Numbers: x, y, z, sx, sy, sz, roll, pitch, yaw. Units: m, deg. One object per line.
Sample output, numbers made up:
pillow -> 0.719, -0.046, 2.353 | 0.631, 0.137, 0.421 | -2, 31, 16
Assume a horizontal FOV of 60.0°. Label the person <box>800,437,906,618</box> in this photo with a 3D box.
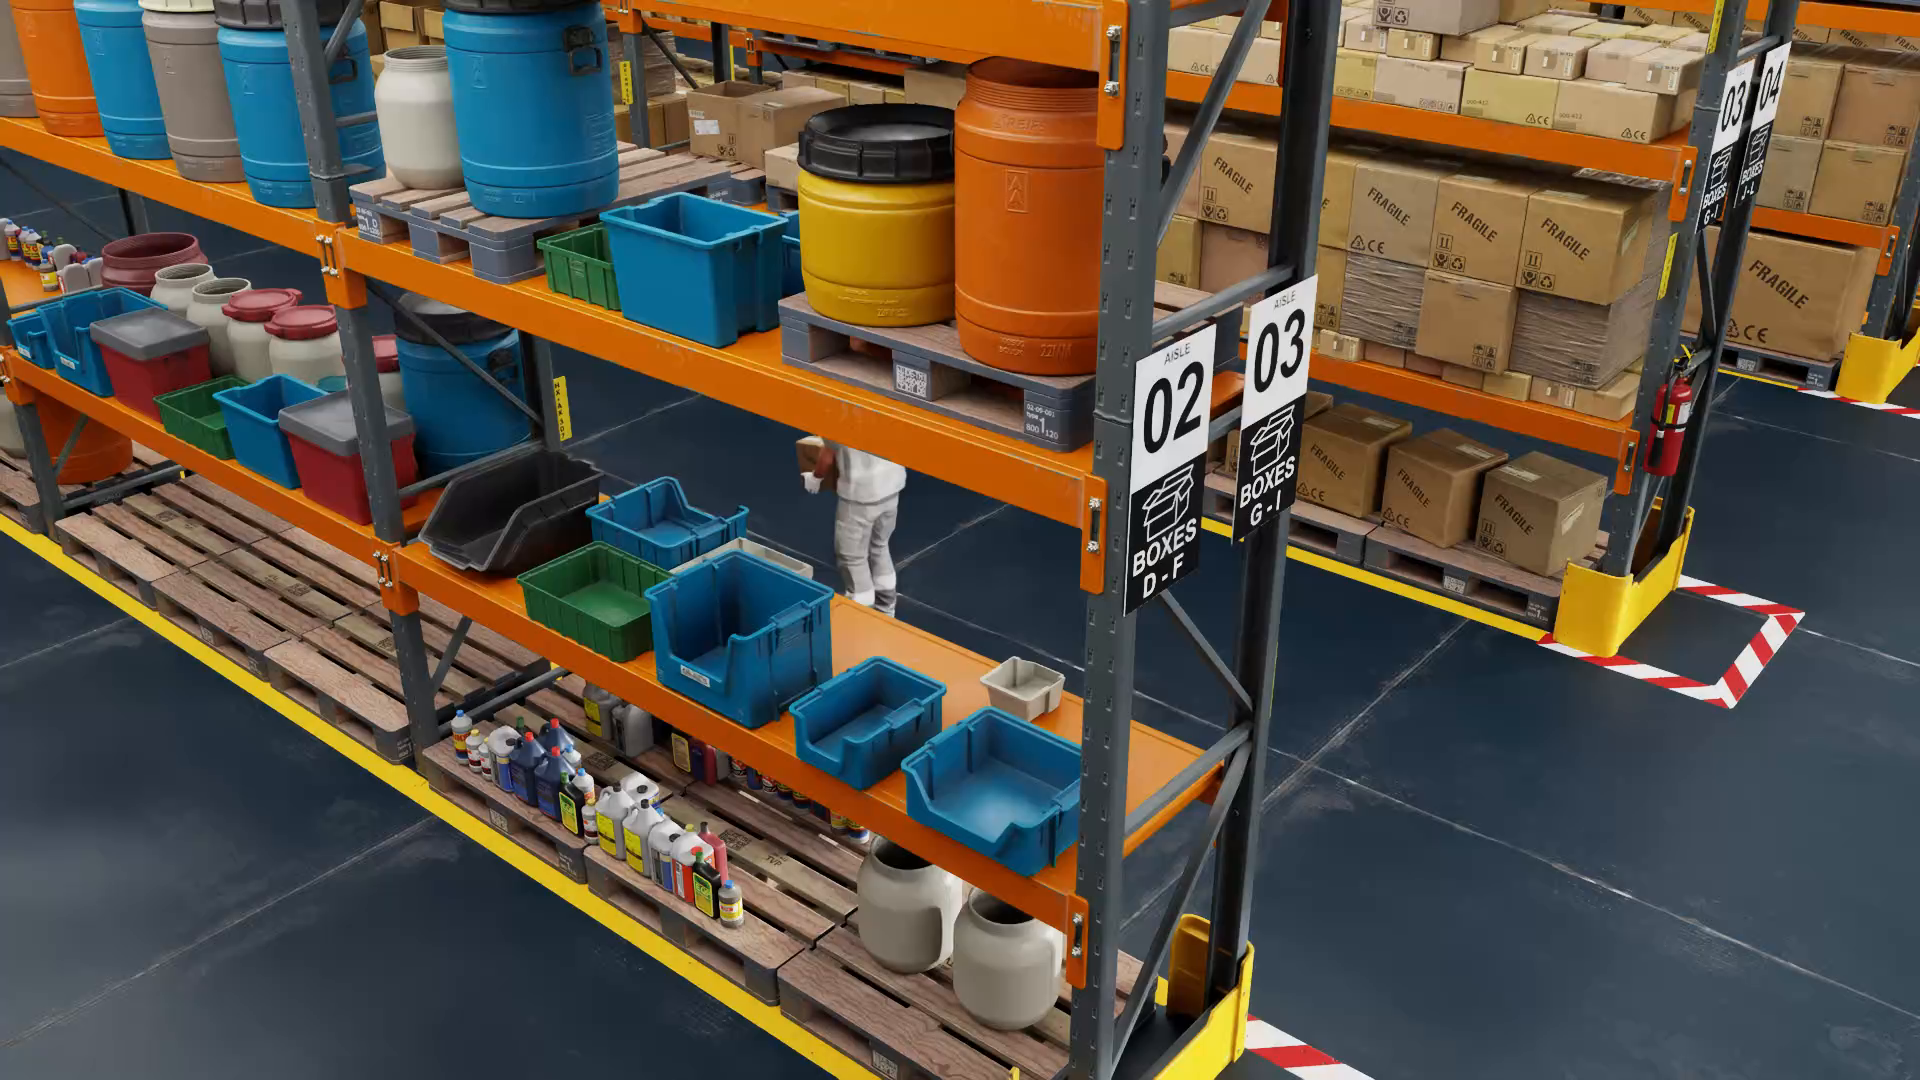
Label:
person -> -0.592, -0.285, 9.150 | 0.566, 1.785, 0.495 | 20, 33, 34
